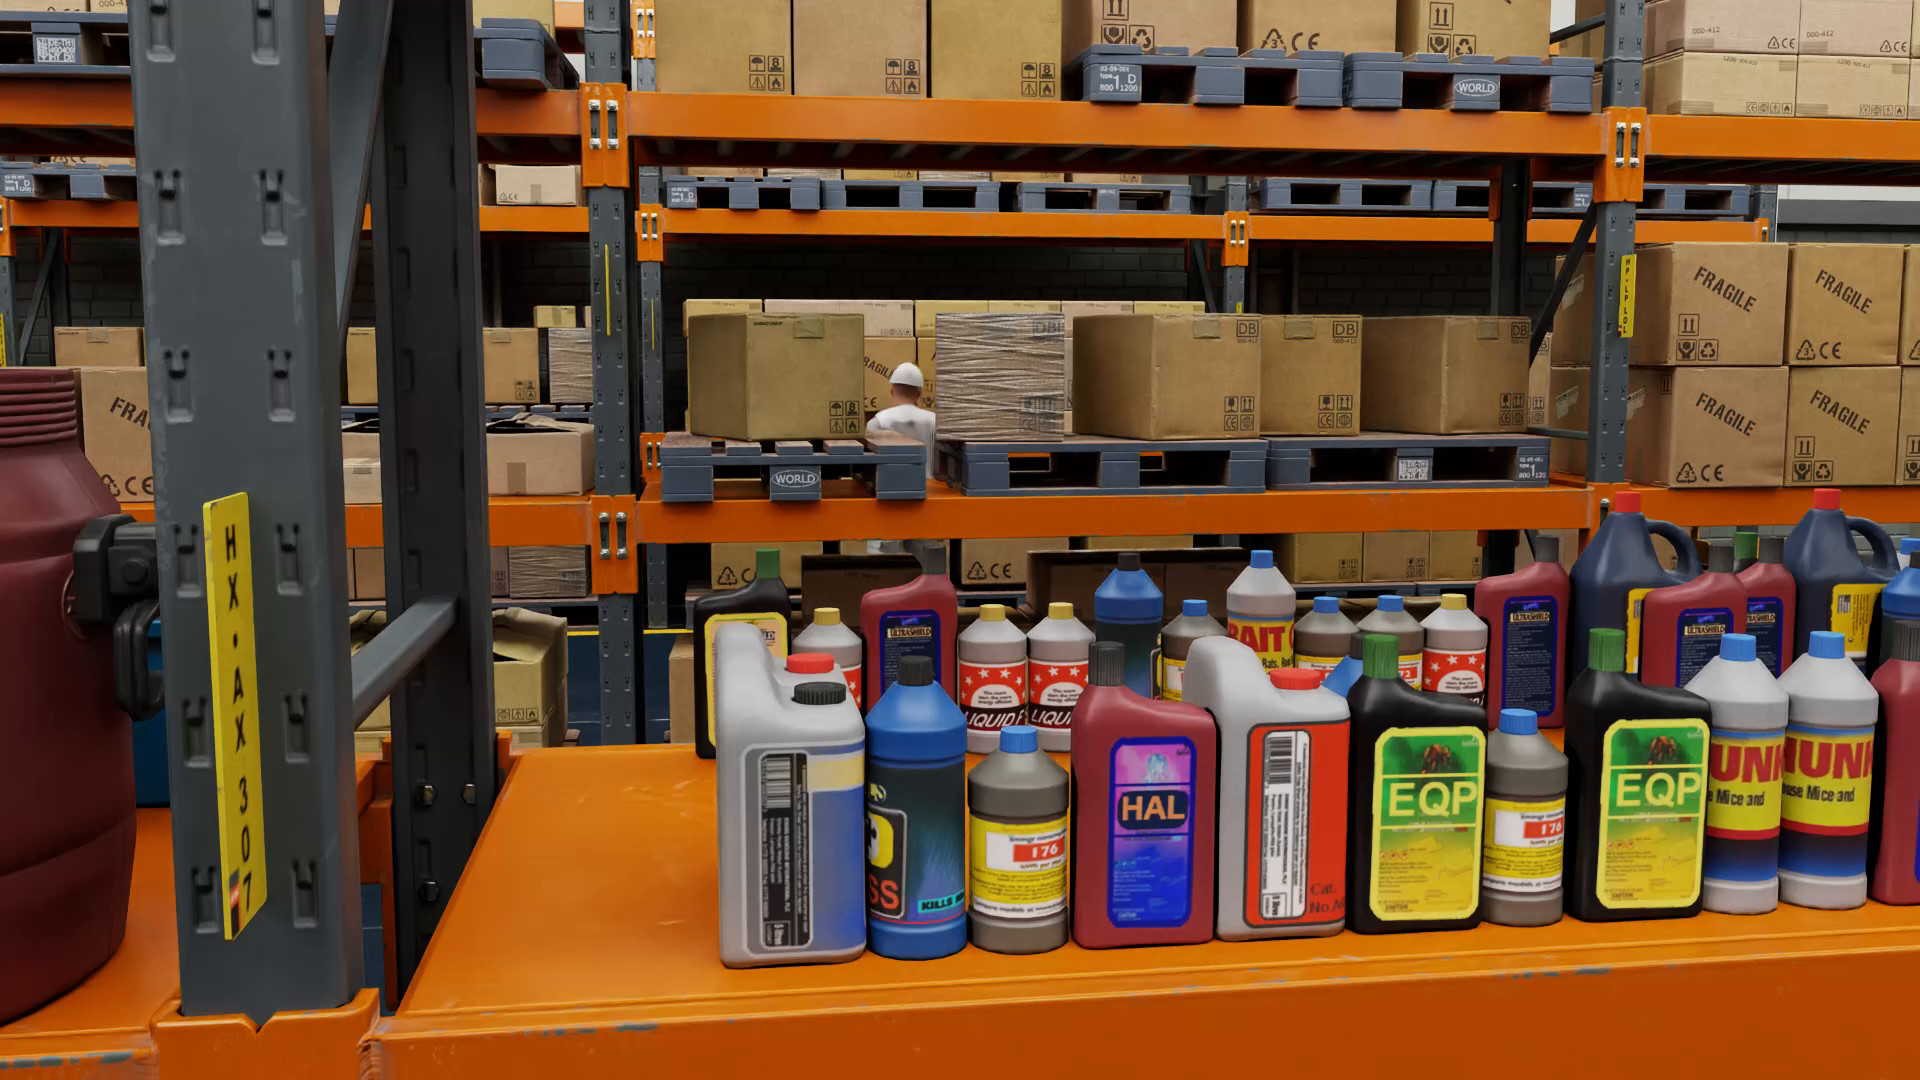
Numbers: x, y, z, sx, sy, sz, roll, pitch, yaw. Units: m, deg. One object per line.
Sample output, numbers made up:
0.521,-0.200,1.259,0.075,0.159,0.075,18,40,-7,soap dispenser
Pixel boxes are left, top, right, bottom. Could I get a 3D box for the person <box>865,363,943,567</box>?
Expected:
-0.360,-0.151,9.843,0.588,1.789,0.481,-3,7,-23,person
